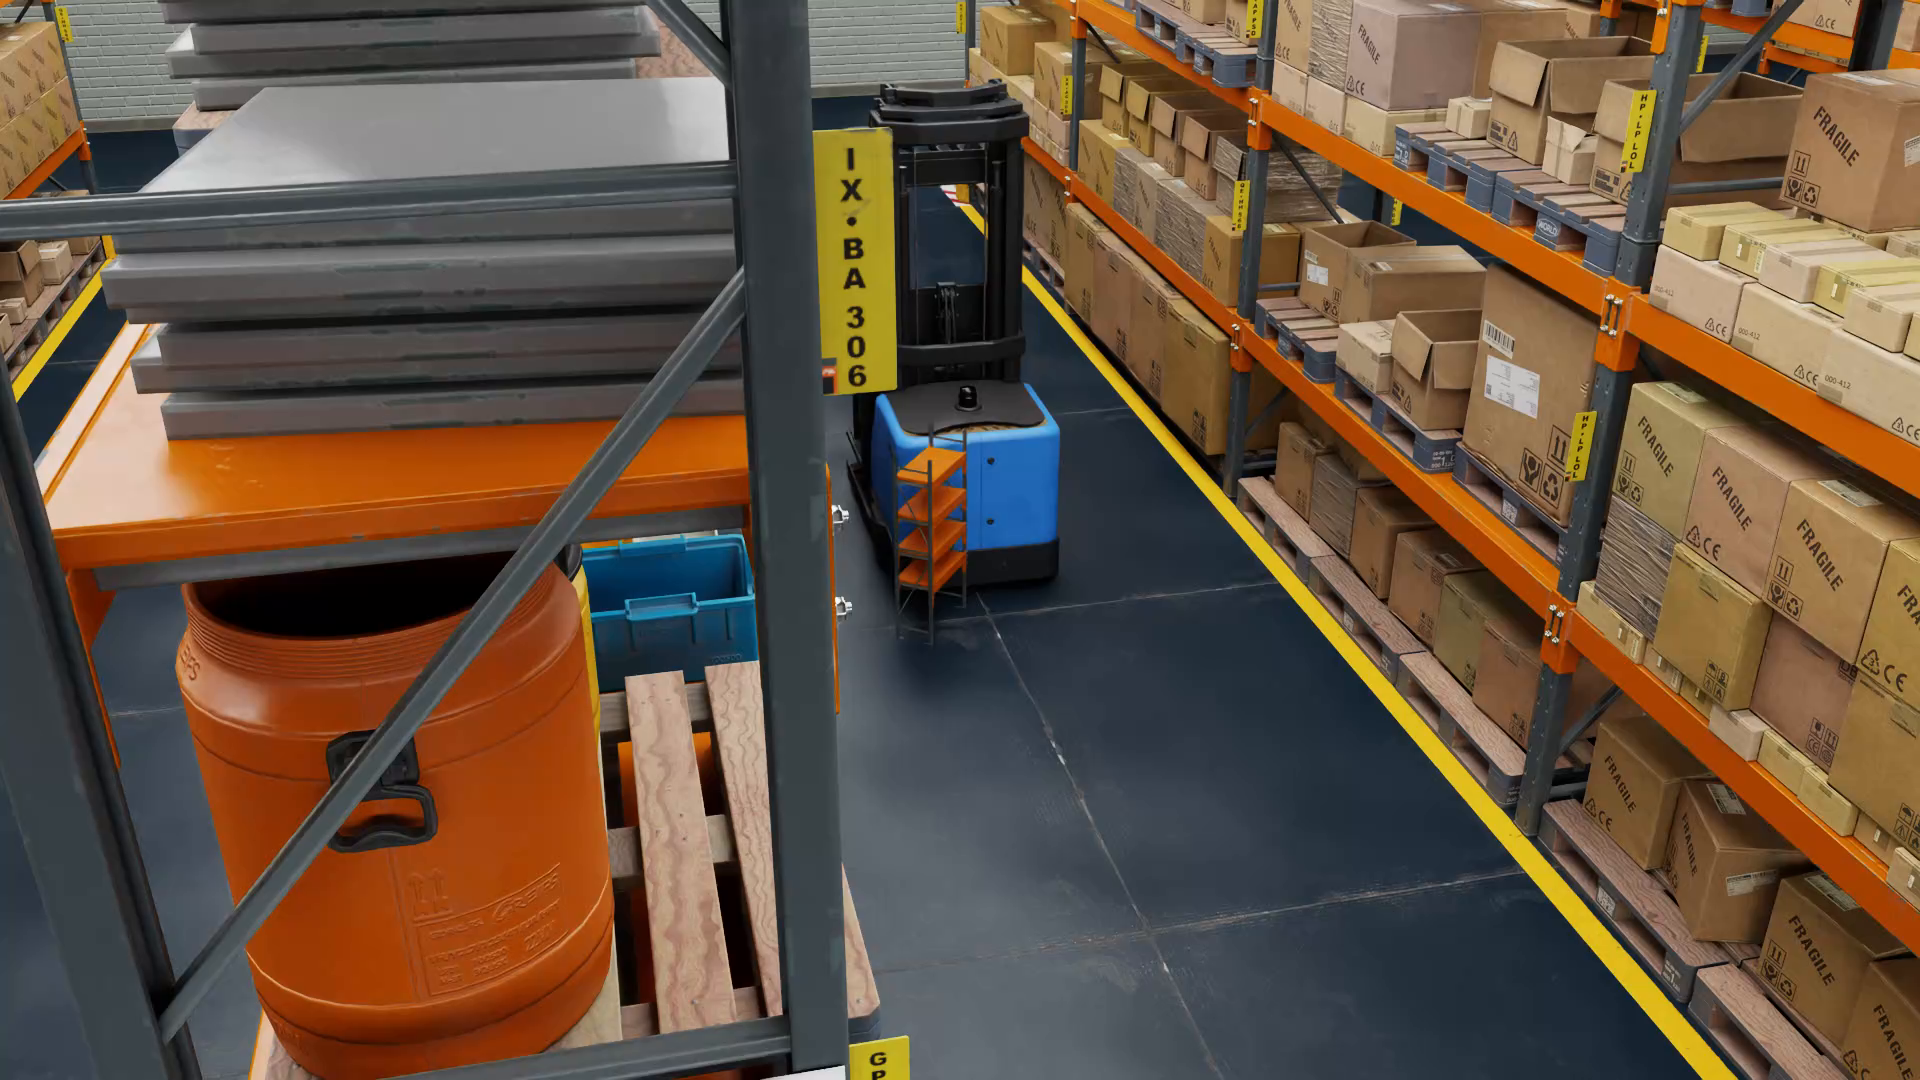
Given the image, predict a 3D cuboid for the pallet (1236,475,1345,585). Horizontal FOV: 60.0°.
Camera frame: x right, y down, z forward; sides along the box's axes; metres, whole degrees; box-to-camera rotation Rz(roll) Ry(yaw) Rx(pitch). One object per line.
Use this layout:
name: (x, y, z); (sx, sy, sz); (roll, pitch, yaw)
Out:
pallet: (2.533, -0.117, 11.093); (1.003, 0.211, 1.213); (-6, 27, -12)

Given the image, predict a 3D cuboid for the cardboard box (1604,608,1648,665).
cardboard box: (3.059, 0.399, 7.255); (0.380, 0.149, 0.250); (-6, 27, -12)

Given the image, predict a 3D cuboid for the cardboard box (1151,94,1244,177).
cardboard box: (1.908, -3.100, 12.685); (0.797, 0.503, 0.637); (-5, 27, -10)

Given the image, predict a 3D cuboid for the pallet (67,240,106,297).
pallet: (-8.899, -2.584, 15.982); (1.003, 0.211, 1.213); (-6, 27, -12)

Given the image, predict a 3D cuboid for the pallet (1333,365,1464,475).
pallet: (2.844, -0.754, 9.475); (1.003, 0.211, 1.213); (-6, 27, -12)

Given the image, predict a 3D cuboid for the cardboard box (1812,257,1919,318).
cardboard box: (3.297, -0.890, 5.926); (0.380, 0.149, 0.250); (-5, 27, -10)

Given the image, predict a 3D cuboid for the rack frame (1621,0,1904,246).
rack frame: (3.260, -2.627, 6.314); (1.000, 3.000, 0.127); (-6, 27, -12)

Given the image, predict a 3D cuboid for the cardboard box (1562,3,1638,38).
cardboard box: (5.943, -4.723, 15.574); (0.500, 0.500, 0.500); (-7, 28, -13)

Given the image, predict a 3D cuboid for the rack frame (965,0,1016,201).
rack frame: (0.555, -5.217, 18.103); (1.000, 3.000, 0.127); (-6, 27, -12)

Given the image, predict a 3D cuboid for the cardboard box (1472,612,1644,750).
cardboard box: (3.142, 0.699, 8.668); (0.700, 0.500, 0.500); (-8, 28, -16)

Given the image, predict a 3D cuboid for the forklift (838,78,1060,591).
forklift: (-0.188, -1.636, 11.086); (1.130, 2.935, 3.031); (-6, 27, -11)

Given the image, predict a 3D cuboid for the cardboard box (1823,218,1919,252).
cardboard box: (3.586, -1.159, 6.459); (0.380, 0.149, 0.250); (-6, 27, -11)

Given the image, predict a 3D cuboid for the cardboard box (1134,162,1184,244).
cardboard box: (1.665, -2.611, 12.830); (0.500, 0.500, 0.500); (-5, 27, -11)

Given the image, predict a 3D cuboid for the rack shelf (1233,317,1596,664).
rack shelf: (2.809, -0.506, 9.568); (1.077, 0.370, 4.000); (-6, 27, -12)

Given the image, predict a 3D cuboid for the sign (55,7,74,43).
sign: (-8.552, -4.918, 15.876); (0.100, 0.325, 0.005); (-6, 27, -12)

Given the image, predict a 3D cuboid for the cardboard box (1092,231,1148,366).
cardboard box: (1.823, -2.029, 13.679); (1.225, 0.875, 0.875); (-7, 28, -13)

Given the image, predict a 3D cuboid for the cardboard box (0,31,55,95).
cardboard box: (-8.614, -4.314, 15.095); (0.500, 0.500, 0.500); (-5, 27, -10)

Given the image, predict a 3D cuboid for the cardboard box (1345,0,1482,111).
cardboard box: (2.444, -2.636, 8.996); (0.500, 0.500, 0.500); (-7, 28, -13)

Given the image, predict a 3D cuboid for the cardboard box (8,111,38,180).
cardboard box: (-8.390, -3.420, 14.432); (0.500, 0.500, 0.500); (-6, 27, -12)

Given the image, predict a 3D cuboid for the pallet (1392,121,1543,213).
pallet: (2.988, -1.941, 8.492); (1.213, 0.211, 1.003); (-6, 27, -12)

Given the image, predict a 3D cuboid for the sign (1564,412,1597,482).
sign: (2.720, -0.408, 7.290); (0.100, 0.325, 0.005); (-6, 27, -12)

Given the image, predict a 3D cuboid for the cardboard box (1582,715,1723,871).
cardboard box: (3.311, 1.159, 7.779); (0.500, 0.500, 0.500); (-7, 28, -13)

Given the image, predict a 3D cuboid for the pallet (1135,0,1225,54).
pallet: (1.907, -3.727, 12.033); (1.003, 0.211, 1.213); (-5, 27, -9)

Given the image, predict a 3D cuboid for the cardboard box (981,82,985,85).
cardboard box: (0.431, -4.690, 17.339); (0.380, 0.149, 0.250); (-7, 28, -13)

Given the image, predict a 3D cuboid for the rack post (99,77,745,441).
rack post: (-0.711, -0.490, 2.634); (0.937, 0.300, 0.954); (-3, 27, -6)

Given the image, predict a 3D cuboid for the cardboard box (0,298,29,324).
cardboard box: (-8.284, -1.973, 14.333); (0.380, 0.166, 0.250); (-6, 27, -12)

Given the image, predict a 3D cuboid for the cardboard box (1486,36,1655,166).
cardboard box: (3.037, -2.151, 8.120); (0.797, 0.503, 0.637); (-5, 27, -9)

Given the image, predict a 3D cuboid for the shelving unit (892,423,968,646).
shelving unit: (-0.170, -0.031, 9.827); (0.258, 1.200, 0.503); (11, 29, 21)

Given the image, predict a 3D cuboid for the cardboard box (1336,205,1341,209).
cardboard box: (2.395, -2.217, 12.048); (0.500, 0.500, 0.500); (-7, 28, -13)

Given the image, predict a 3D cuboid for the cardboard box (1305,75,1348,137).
cardboard box: (2.331, -2.519, 9.596); (0.500, 0.250, 0.500); (-5, 27, -10)

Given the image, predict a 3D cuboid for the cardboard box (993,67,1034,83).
cardboard box: (0.634, -4.596, 16.710); (0.500, 0.250, 0.500); (-7, 28, -13)

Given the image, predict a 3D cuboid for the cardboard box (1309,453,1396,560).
cardboard box: (2.666, -0.251, 10.551); (0.700, 0.500, 0.500); (-8, 28, -16)

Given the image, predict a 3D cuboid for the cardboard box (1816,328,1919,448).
cardboard box: (3.337, -0.546, 5.688); (0.500, 0.250, 0.500); (-7, 28, -14)

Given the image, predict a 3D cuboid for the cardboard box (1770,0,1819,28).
cardboard box: (6.603, -4.211, 12.670); (0.500, 0.500, 0.500); (-6, 27, -12)

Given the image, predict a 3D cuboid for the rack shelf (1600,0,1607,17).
rack shelf: (5.861, -5.816, 16.760); (1.077, 0.370, 4.000); (-6, 27, -12)

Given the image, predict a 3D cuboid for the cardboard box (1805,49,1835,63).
cardboard box: (10.180, -5.809, 19.165); (0.500, 0.500, 0.500); (-6, 27, -12)

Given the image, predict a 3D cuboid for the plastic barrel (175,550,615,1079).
plastic barrel: (-0.898, 0.391, 2.720); (0.600, 0.830, 0.708); (-6, 27, -12)

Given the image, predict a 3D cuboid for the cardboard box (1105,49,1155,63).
cardboard box: (1.598, -4.098, 14.890); (0.500, 0.500, 0.500); (-6, 27, -12)

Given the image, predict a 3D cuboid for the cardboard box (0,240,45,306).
cardboard box: (-8.624, -2.363, 14.731); (0.797, 0.503, 0.637); (-6, 27, -12)

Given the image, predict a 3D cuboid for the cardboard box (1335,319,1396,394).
cardboard box: (2.512, -1.066, 9.580); (0.500, 0.250, 0.500); (-7, 28, -13)

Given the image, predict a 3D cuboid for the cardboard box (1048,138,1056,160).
cardboard box: (1.011, -3.562, 15.104); (0.380, 0.149, 0.250); (-5, 27, -11)

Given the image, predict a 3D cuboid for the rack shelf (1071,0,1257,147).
rack shelf: (1.908, -3.601, 12.371); (1.077, 0.370, 4.000); (-6, 27, -12)

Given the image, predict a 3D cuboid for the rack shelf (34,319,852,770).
rack shelf: (-1.115, -0.746, 3.830); (1.077, 0.370, 4.000); (-6, 27, -12)

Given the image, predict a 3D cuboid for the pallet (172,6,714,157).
pallet: (-1.075, -0.965, 3.676); (1.003, 0.211, 1.213); (-6, 27, -12)

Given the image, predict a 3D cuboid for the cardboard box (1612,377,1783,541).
cardboard box: (3.113, -0.349, 6.909); (0.500, 0.500, 0.500); (-6, 27, -12)

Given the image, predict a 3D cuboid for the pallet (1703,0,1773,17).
pallet: (6.584, -4.438, 13.441); (1.213, 0.211, 1.003); (-6, 27, -12)

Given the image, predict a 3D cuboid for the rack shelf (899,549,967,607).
rack shelf: (-0.170, 0.206, 9.947); (0.258, 0.148, 0.480); (11, 29, 21)

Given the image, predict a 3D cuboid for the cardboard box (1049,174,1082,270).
cardboard box: (1.386, -2.998, 15.598); (0.875, 0.875, 0.875); (-6, 27, -12)

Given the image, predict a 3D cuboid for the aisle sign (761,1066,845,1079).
aisle sign: (-0.363, 1.152, 2.601); (0.394, 0.787, 0.004); (-6, 27, -12)

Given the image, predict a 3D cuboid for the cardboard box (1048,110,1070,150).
cardboard box: (1.102, -3.694, 14.922); (0.500, 0.250, 0.500); (-6, 27, -13)

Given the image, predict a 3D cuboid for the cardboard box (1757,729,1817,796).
cardboard box: (3.321, 0.835, 6.393); (0.380, 0.149, 0.250); (-6, 27, -12)

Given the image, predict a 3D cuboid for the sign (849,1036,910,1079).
sign: (-0.127, 0.913, 2.619); (0.100, 0.325, 0.005); (-6, 27, -12)

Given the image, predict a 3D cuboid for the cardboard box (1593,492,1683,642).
cardboard box: (3.301, 0.078, 7.173); (0.875, 0.500, 0.500); (-6, 27, -12)

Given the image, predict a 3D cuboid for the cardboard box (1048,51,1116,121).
cardboard box: (1.093, -4.036, 14.768); (0.500, 0.500, 0.500); (-5, 27, -10)

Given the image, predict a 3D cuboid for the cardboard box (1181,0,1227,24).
cardboard box: (1.870, -3.906, 11.601); (0.500, 0.500, 0.500); (-5, 27, -9)
